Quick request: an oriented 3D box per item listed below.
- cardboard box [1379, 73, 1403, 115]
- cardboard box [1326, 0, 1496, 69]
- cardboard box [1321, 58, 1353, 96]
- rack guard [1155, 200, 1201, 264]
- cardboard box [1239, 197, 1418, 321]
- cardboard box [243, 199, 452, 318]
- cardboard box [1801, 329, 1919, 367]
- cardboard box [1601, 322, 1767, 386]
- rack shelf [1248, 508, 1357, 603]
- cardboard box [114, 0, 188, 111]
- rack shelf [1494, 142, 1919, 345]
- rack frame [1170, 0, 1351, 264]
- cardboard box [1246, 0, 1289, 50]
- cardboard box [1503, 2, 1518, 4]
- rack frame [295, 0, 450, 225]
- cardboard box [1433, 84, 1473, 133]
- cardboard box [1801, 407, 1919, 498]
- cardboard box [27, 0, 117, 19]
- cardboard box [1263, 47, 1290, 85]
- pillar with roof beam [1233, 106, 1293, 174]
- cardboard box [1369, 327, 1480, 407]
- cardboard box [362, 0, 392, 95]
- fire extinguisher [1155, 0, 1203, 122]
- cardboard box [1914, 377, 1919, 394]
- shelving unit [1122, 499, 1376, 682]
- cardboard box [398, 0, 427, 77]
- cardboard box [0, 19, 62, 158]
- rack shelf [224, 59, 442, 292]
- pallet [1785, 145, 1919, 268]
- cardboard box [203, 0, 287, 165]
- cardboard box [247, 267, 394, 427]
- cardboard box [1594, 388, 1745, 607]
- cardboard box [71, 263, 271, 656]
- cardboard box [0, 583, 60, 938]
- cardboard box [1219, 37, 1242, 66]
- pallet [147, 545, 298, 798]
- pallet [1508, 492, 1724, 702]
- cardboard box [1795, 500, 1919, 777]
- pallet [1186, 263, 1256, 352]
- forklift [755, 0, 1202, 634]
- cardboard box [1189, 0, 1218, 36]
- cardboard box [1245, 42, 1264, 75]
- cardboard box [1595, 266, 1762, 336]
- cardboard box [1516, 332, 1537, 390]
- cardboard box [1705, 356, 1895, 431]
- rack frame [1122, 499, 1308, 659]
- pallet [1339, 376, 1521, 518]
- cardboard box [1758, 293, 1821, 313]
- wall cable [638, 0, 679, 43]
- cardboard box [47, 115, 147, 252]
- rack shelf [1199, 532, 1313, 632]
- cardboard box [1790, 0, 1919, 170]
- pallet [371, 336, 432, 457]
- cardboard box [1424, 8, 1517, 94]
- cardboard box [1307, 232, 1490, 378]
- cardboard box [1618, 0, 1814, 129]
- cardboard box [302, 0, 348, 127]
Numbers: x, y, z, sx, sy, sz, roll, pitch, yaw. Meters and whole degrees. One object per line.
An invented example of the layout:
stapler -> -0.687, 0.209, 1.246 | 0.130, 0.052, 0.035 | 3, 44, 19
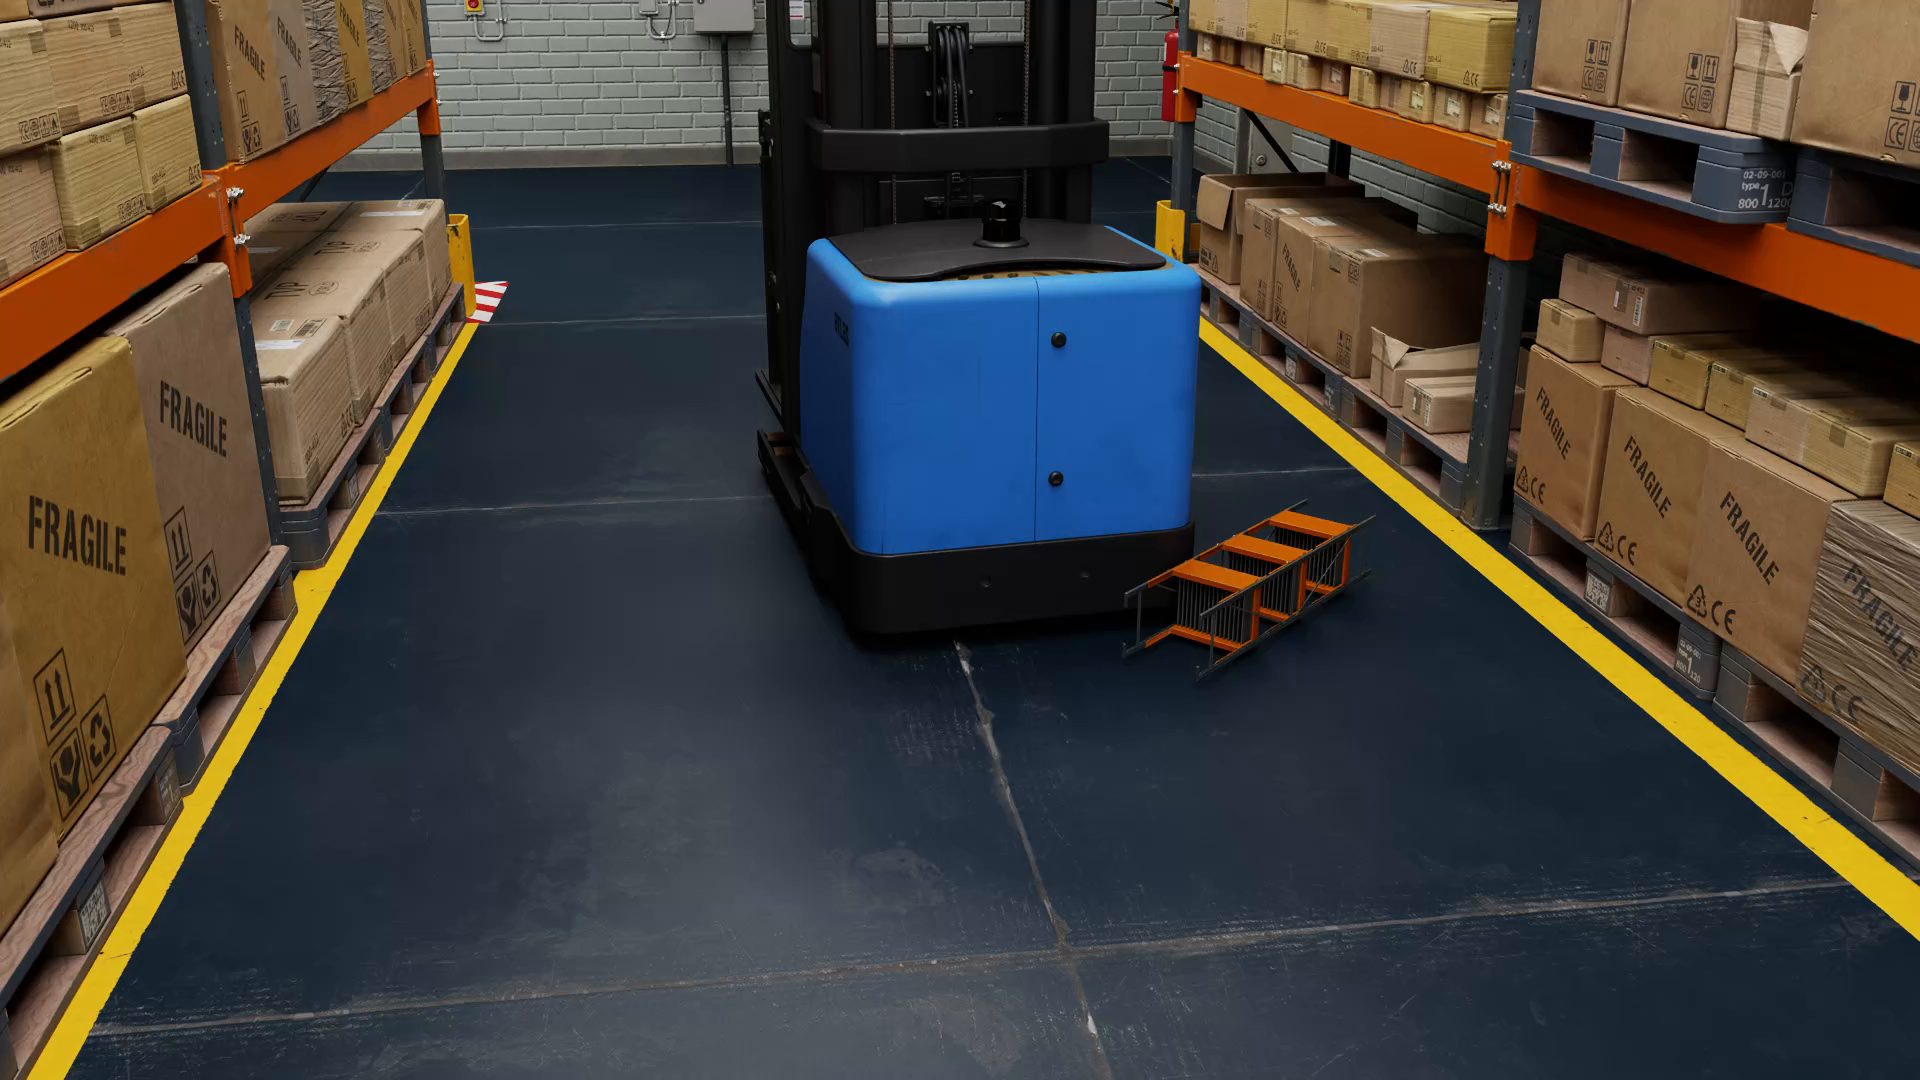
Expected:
cardboard box -> 1.846, -1.725, 6.406 | 0.380, 0.149, 0.250 | -2, 21, -6
cardboard box -> 1.813, -2.054, 6.718 | 0.500, 0.250, 0.500 | -3, 21, -8
cardboard box -> 1.773, -1.990, 7.116 | 0.380, 0.149, 0.250 | -3, 21, -8
rack guard -> 1.708, -1.663, 9.453 | 1.175, 0.500, 0.348 | -3, 21, -8
cardboard box -> 1.776, -1.371, 8.072 | 0.700, 0.500, 0.500 | -2, 21, -6
cardboard box -> -3.020, -1.381, 8.189 | 0.875, 0.438, 0.875 | -4, 21, -10
cardboard box -> 2.699, -0.517, 4.859 | 0.380, 0.149, 0.250 | -3, 21, -7
cardboard box -> 2.178, -0.575, 5.014 | 0.380, 0.149, 0.250 | -3, 21, -9
rack shelf -> 1.068, 0.055, 5.217 | 0.240, 0.215, 0.259 | 16, 26, 37
cardboard box -> -2.334, -1.247, 4.267 | 0.500, 0.250, 0.500 | -3, 21, -8
rack shelf -> 2.562, -0.445, 3.650 | 1.077, 0.370, 4.000 | -3, 21, -8
rack frame -> 1.697, -2.860, 9.086 | 1.000, 3.000, 0.127 | -3, 21, -8
cardboard box -> 1.645, -2.408, 7.666 | 0.500, 0.250, 0.500 | -3, 21, -9
cardboard box -> 2.390, -1.902, 6.312 | 0.500, 0.250, 0.500 | -3, 21, -8
rack frame -> -3.214, -2.608, 8.412 | 1.000, 3.000, 0.127 | -3, 21, -8
cardboard box -> 1.919, -1.544, 5.922 | 0.380, 0.149, 0.250 | -2, 21, -6
cardboard box -> 2.312, -0.218, 4.058 | 0.380, 0.149, 0.250 | -2, 21, -6
cardboard box -> -2.243, -1.418, 3.653 | 0.500, 0.500, 0.500 | -3, 21, -7
cardboard box -> 1.609, -2.166, 7.587 | 0.380, 0.149, 0.250 | -4, 21, -9
pillar with roof beam -> -2.060, -6.432, 10.076 | 9.100, 9.000, 0.400 | -3, 21, -8
cardboard box -> 1.851, -0.693, 6.591 | 0.396, 0.266, 0.258 | -2, 21, -6
cardboard box -> -2.742, -2.149, 7.041 | 0.500, 0.500, 0.500 | -2, 21, -6
fire extinguisher -> 1.218, -2.677, 9.239 | 0.296, 0.674, 0.183 | -3, 21, -8
cardboard box -> 2.748, -0.332, 4.362 | 0.380, 0.149, 0.250 | -2, 21, -6
shelving unit -> 0.894, 0.129, 5.020 | 0.252, 0.215, 1.050 | 16, 26, 37
cardboard box -> -2.883, -2.501, 7.983 | 0.500, 0.500, 0.500 | -3, 21, -7
cardboard box -> -2.174, -0.895, 3.325 | 0.500, 0.250, 0.500 | -2, 21, -6
rack shelf -> -2.926, -1.579, 6.684 | 1.077, 0.370, 4.000 | -3, 21, -8
pallet -> 2.565, -0.673, 3.506 | 1.003, 0.211, 1.213 | -3, 21, -8
cardboard box -> -2.446, -1.446, 5.157 | 0.500, 0.500, 0.500 | -2, 21, -6
cardboard box -> -2.752, -0.752, 6.505 | 0.875, 0.438, 0.875 | -4, 21, -9
cardboard box -> 2.207, -0.138, 4.771 | 0.500, 0.500, 0.500 | -3, 21, -8
cardboard box -> -2.469, -0.214, 4.439 | 0.875, 0.875, 0.875 | -2, 21, -6
cardboard box -> -2.203, 0.408, 2.773 | 0.875, 0.875, 0.875 | -3, 21, -7
cardboard box -> 1.555, -2.529, 8.559 | 0.380, 0.149, 0.250 | -2, 21, -6
pallet -> -2.452, 0.346, 4.487 | 1.003, 0.211, 1.213 | -3, 21, -8
pallet -> 2.428, 0.111, 5.117 | 1.003, 0.211, 1.213 | -3, 21, -8
cardboard box -> 2.343, 0.215, 3.826 | 0.500, 0.500, 0.500 | -4, 21, -10
pallet -> 1.824, -1.251, 8.765 | 1.003, 0.211, 1.213 | -3, 21, -8
forklift -> -0.155, -1.585, 5.771 | 1.130, 2.935, 3.031 | -5, 21, -13
cardboard box -> 1.496, -2.758, 8.603 | 0.500, 0.250, 0.500 | -3, 21, -7
cardboard box -> 1.603, -2.349, 8.077 | 0.380, 0.149, 0.250 | -2, 21, -6
cardboard box -> 2.147, -0.719, 4.973 | 0.380, 0.149, 0.250 | -4, 21, -10
cardboard box -> 2.412, -0.653, 6.419 | 0.500, 0.311, 0.500 | -2, 21, -6
cardboard box -> 2.280, -0.392, 4.525 | 0.380, 0.149, 0.250 | -3, 21, -9
rack frame -> 0.800, 0.102, 5.092 | 0.008, 0.200, 1.050 | 16, 26, 37
pallet -> 2.176, -0.406, 6.503 | 1.003, 0.211, 1.213 | -3, 21, -8
cardboard box -> 2.612, -0.692, 5.326 | 0.380, 0.149, 0.250 | -4, 21, -10
wall cable -> -2.648, -5.111, 13.661 | 0.588, 1.984, 0.122 | -3, 21, -8
cardboard box -> -2.251, -0.834, 3.876 | 0.500, 0.250, 0.500 | -3, 21, -9
rack shelf -> 0.887, 0.132, 5.012 | 0.240, 0.215, 0.259 | 16, 26, 37
cardboard box -> 2.310, -1.089, 3.601 | 0.700, 0.500, 0.500 | -3, 21, -8
pallet -> -2.849, -0.607, 7.041 | 1.003, 0.211, 1.213 | -3, 21, -8
cardboard box -> 1.959, -1.708, 5.791 | 0.500, 0.250, 0.500 | -2, 21, -6
cardboard box -> 1.926, -1.012, 7.110 | 0.700, 0.500, 0.500 | -4, 21, -10
cardboard box -> 2.197, -1.360, 4.328 | 0.700, 0.500, 0.500 | -3, 21, -7
cardboard box -> -2.580, -1.793, 6.086 | 0.500, 0.500, 0.500 | -3, 21, -7
